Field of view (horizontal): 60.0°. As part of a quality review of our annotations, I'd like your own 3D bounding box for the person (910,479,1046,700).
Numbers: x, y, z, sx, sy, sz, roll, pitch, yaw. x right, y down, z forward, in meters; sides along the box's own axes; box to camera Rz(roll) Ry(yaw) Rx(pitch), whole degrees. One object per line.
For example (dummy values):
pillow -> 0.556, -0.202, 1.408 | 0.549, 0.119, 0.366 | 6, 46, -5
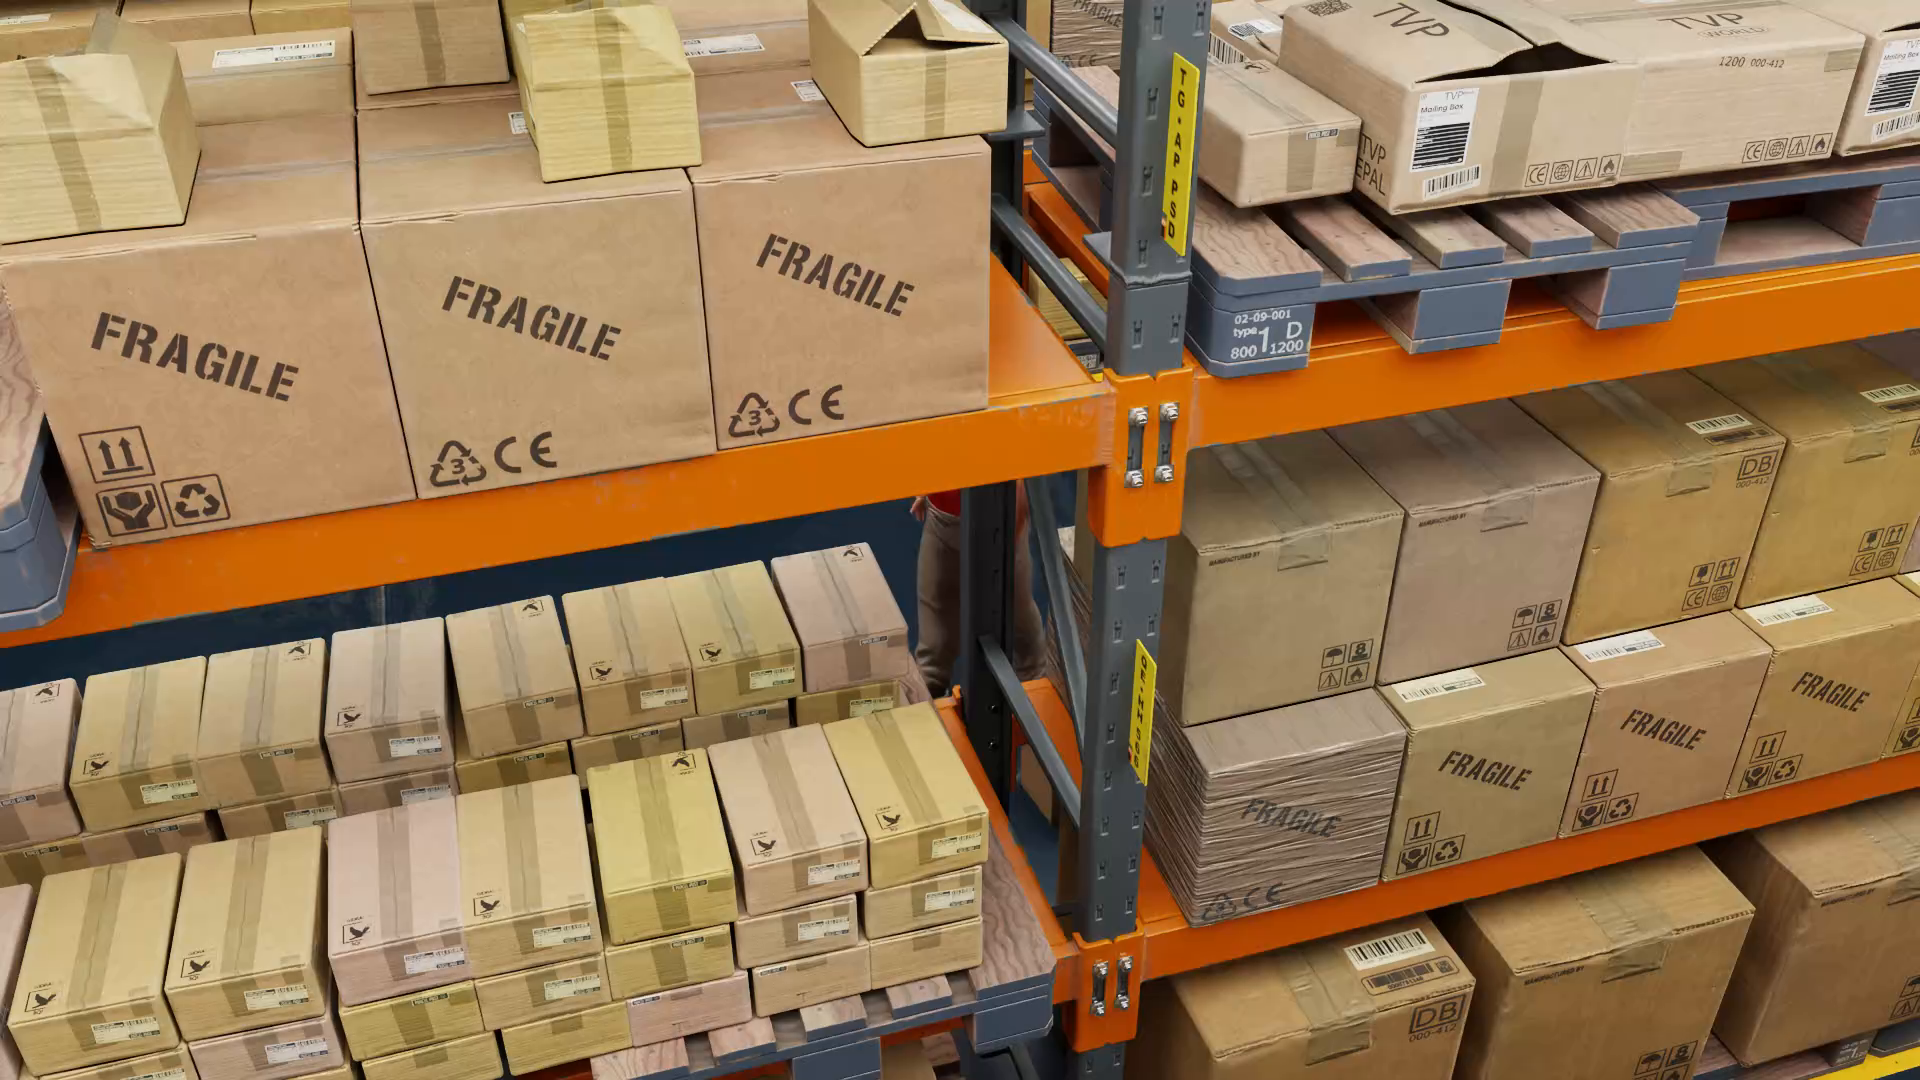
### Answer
person -> 0.016, -0.061, 6.235 | 0.643, 1.717, 0.648 | -24, 41, -31
